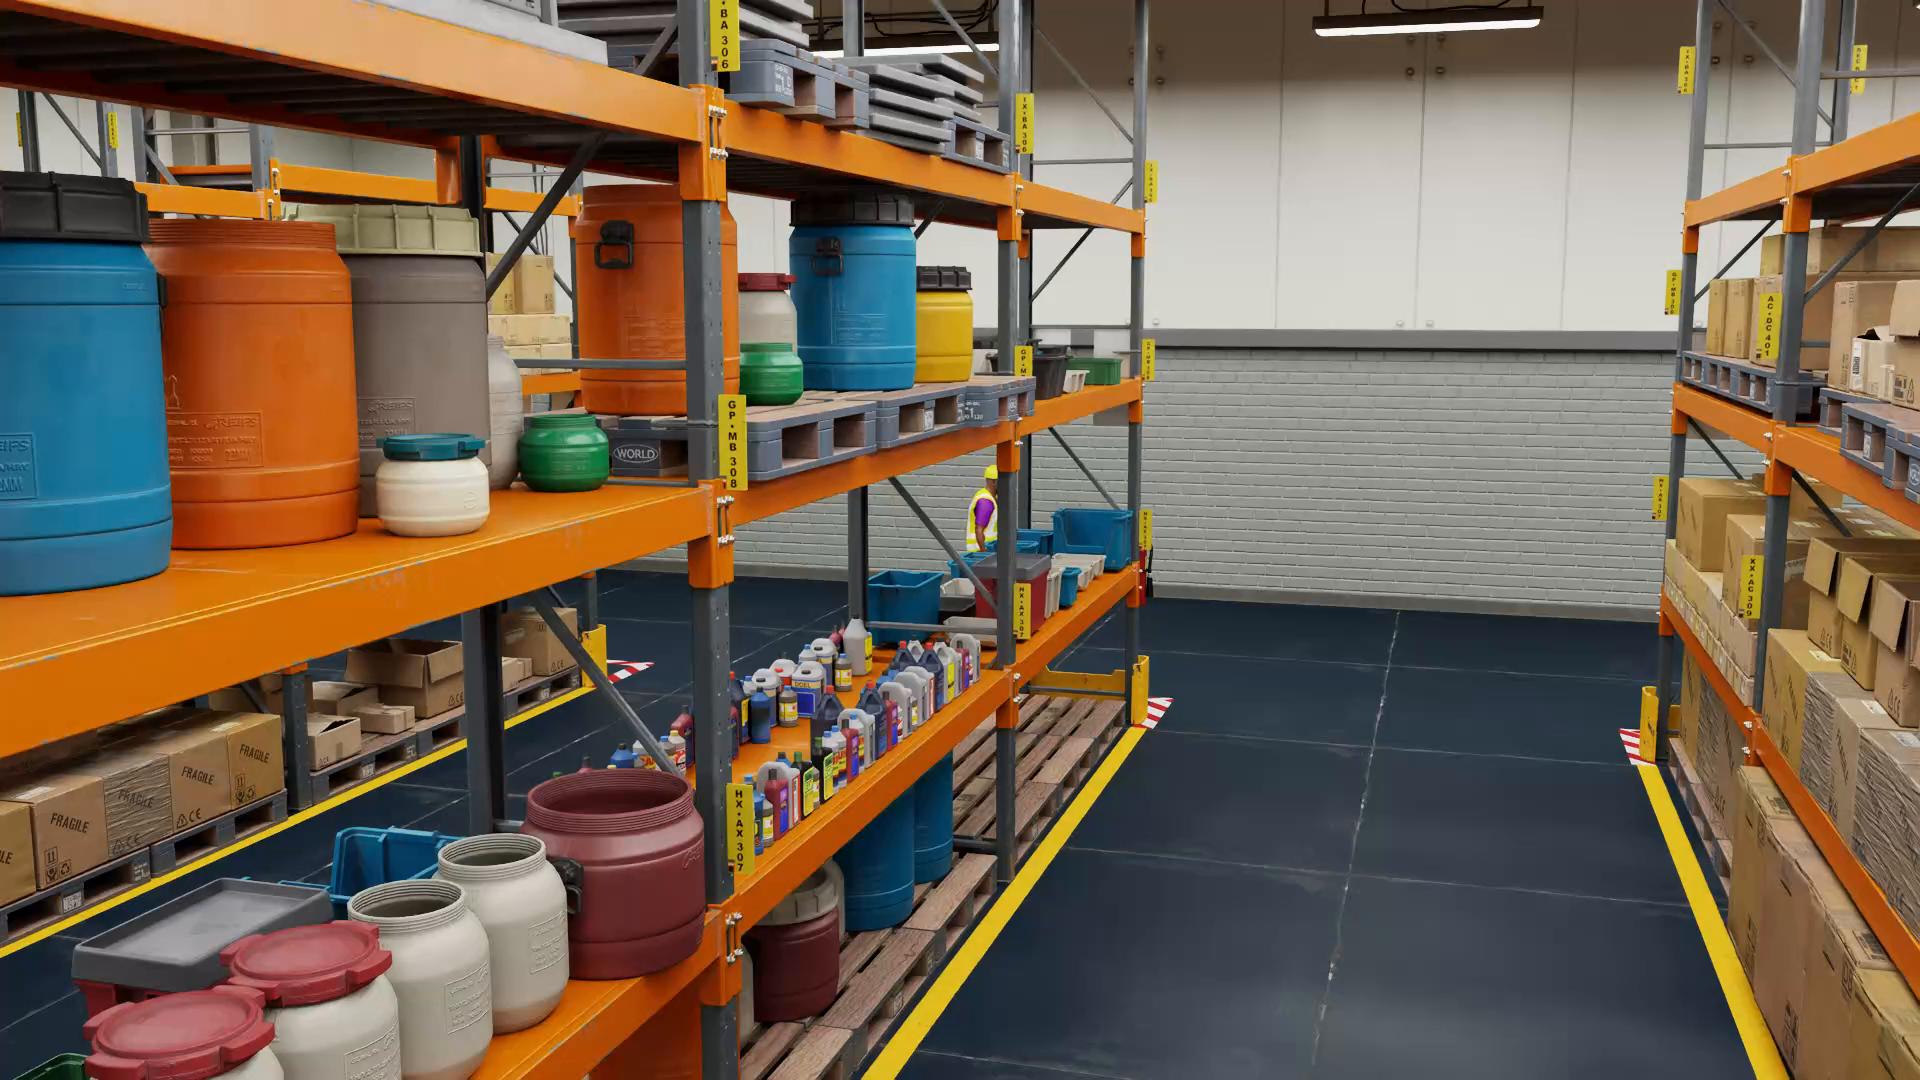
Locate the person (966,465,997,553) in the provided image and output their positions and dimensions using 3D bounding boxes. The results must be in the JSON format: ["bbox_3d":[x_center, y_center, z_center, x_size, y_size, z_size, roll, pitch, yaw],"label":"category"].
[{"bbox_3d":[0.301,0.111,17.001,0.455,1.761,0.635,2,8,13],"label":"person"}]
